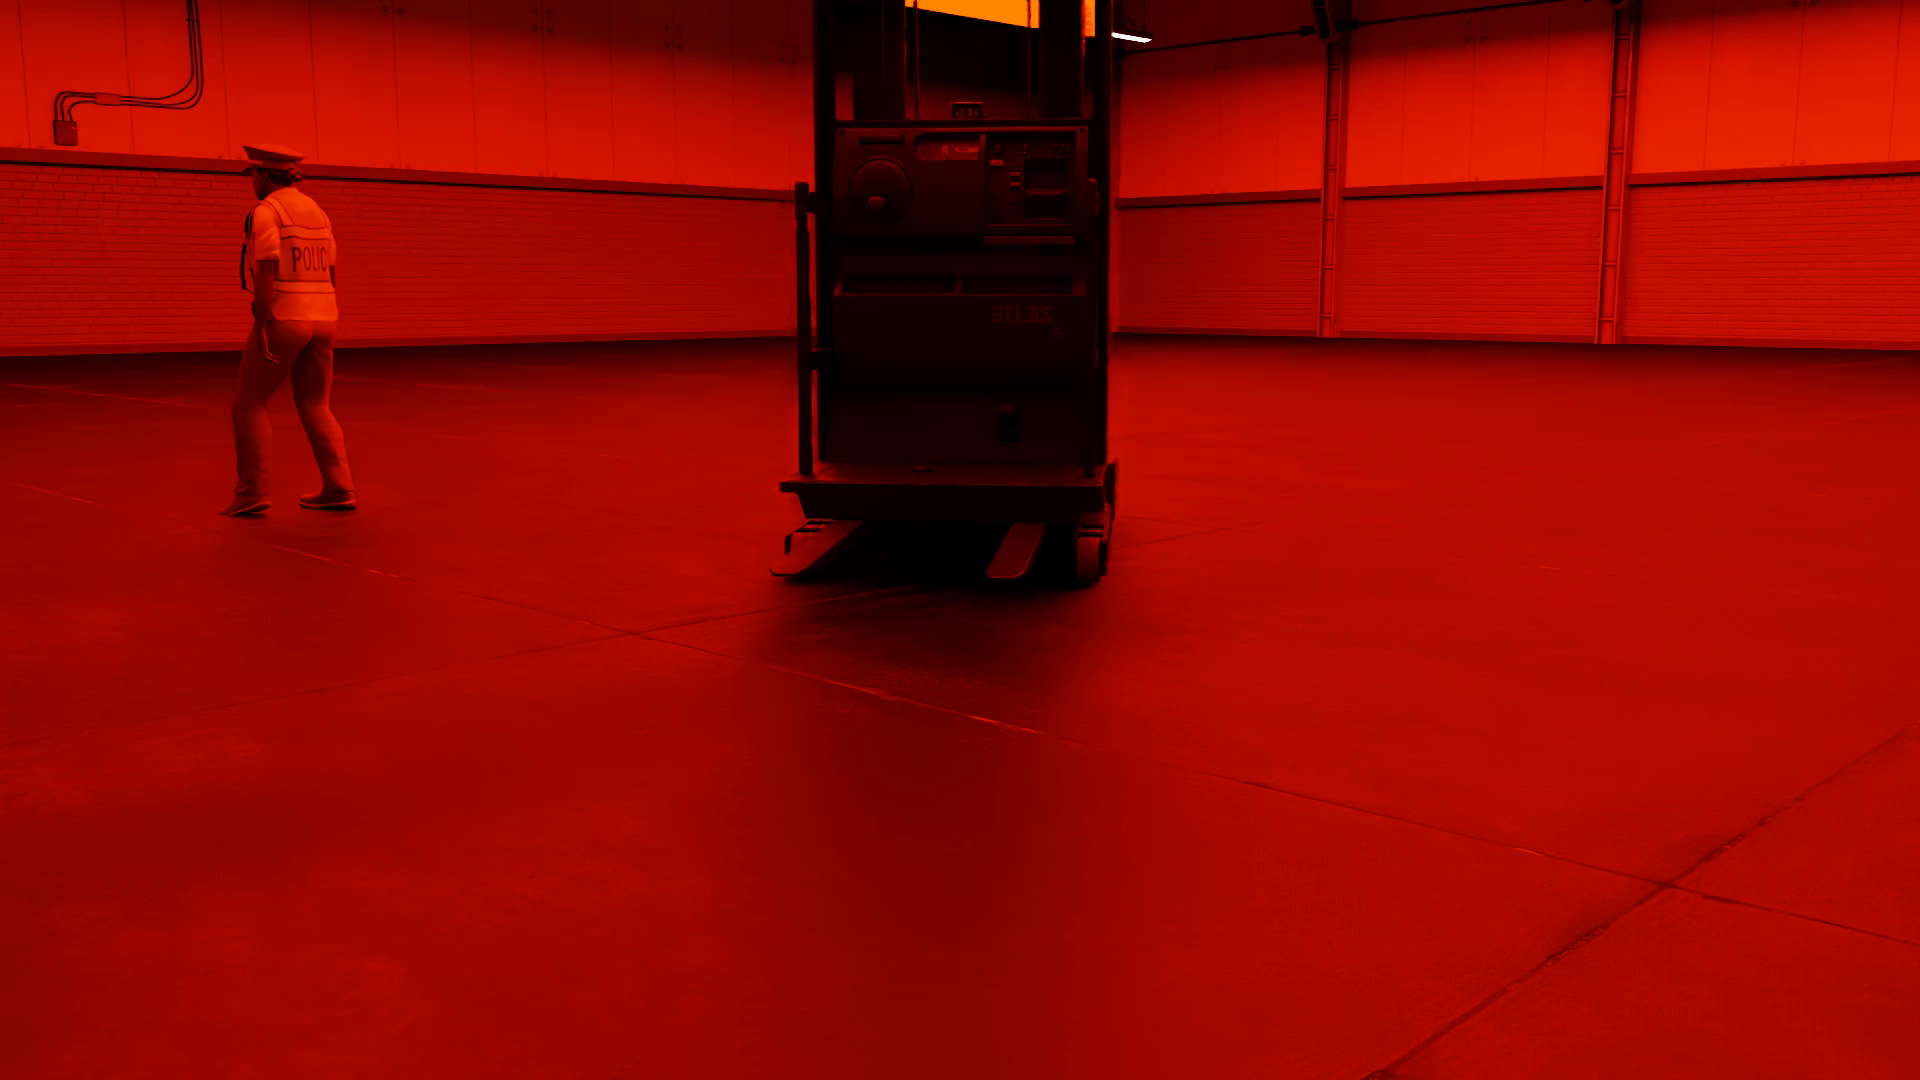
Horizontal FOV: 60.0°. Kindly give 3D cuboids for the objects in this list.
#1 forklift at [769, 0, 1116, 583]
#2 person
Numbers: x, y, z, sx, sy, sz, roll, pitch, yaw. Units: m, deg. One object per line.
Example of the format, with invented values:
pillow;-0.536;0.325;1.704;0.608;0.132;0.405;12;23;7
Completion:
forklift;-0.020;-1.353;5.860;1.130;2.935;3.031;1;9;6
person;-3.077;-0.939;7.552;0.510;1.701;0.557;3;9;20
